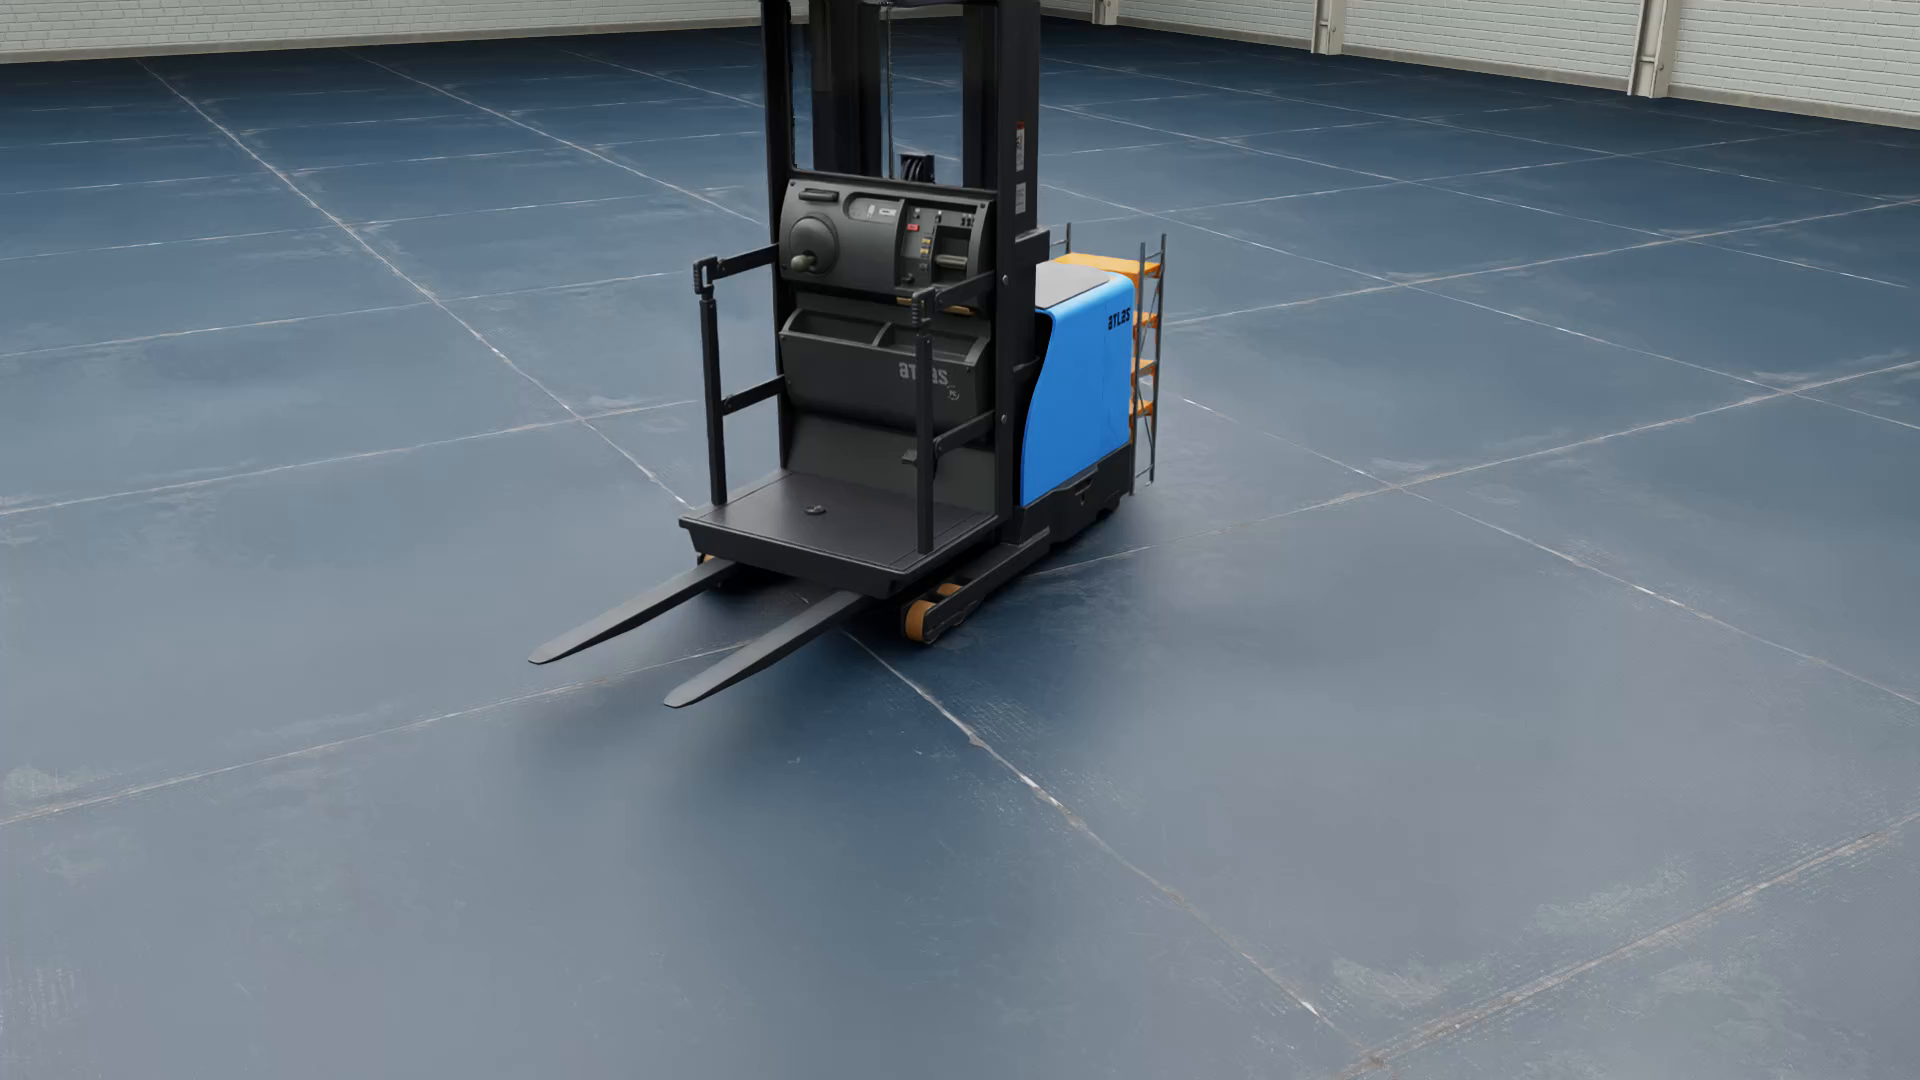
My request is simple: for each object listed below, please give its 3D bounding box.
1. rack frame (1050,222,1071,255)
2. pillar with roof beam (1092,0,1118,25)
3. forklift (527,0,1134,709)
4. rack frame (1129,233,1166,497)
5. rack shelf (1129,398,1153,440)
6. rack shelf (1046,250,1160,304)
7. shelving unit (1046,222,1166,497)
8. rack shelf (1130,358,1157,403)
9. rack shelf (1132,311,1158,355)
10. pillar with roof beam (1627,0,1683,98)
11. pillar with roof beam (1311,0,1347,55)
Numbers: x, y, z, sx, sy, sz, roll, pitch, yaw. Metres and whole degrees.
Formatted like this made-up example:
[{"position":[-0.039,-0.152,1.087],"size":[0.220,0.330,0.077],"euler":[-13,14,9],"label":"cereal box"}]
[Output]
[{"position":[0.450,-0.896,7.919],"size":[0.015,1.200,0.240],"euler":[13,25,29],"label":"rack frame"},{"position":[-1.009,-12.927,27.164],"size":[9.100,9.000,0.400],"euler":[-13,25,-28],"label":"pillar with roof beam"},{"position":[-0.413,-1.160,6.274],"size":[1.130,2.935,3.031],"euler":[13,25,29],"label":"forklift"},{"position":[0.866,-0.800,7.683],"size":[0.015,1.200,0.240],"euler":[13,25,29],"label":"rack frame"},{"position":[0.657,-0.601,7.899],"size":[0.480,0.148,0.258],"euler":[13,25,29],"label":"rack shelf"},{"position":[0.660,-1.213,7.655],"size":[0.480,0.148,0.258],"euler":[13,25,29],"label":"rack shelf"},{"position":[0.658,-0.848,7.801],"size":[0.503,1.200,0.258],"euler":[13,25,29],"label":"shelving unit"},{"position":[0.658,-0.785,7.825],"size":[0.480,0.148,0.258],"euler":[13,25,29],"label":"rack shelf"},{"position":[0.659,-0.993,7.743],"size":[0.480,0.148,0.258],"euler":[13,25,29],"label":"rack shelf"},{"position":[5.121,-9.042,17.607],"size":[9.100,9.000,0.400],"euler":[-13,25,-28],"label":"pillar with roof beam"},{"position":[2.056,-10.985,22.386],"size":[9.100,9.000,0.400],"euler":[-13,25,-28],"label":"pillar with roof beam"}]
